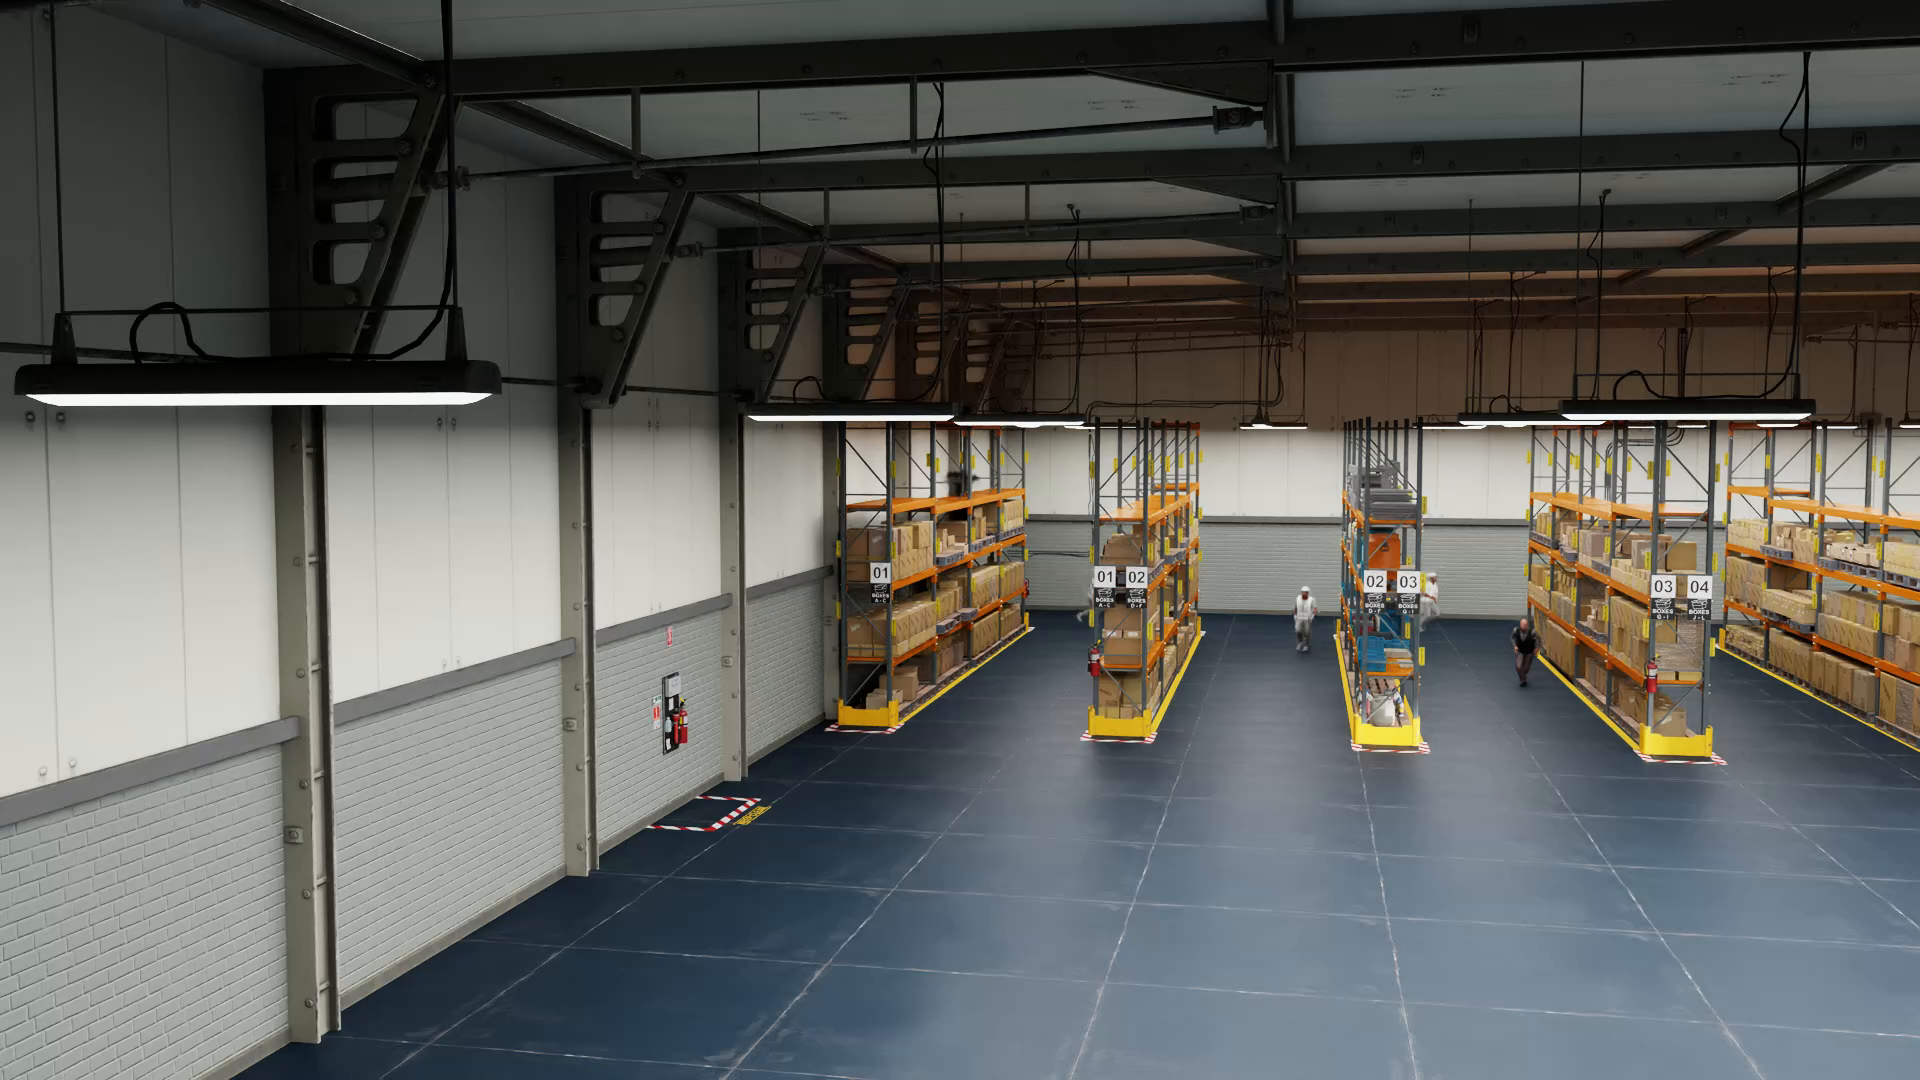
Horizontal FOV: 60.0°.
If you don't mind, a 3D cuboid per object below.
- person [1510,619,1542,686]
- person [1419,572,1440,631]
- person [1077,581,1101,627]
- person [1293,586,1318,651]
[{"bbox_3d":[12.731,2.525,37.416,0.674,1.547,0.884,1,4,21],"label":"person"},{"bbox_3d":[13.542,1.772,47.821,0.567,1.681,0.761,3,5,42],"label":"person"},{"bbox_3d":[3.926,1.726,49.134,1.024,1.642,0.648,2,4,33],"label":"person"},{"bbox_3d":[8.920,2.046,43.056,0.673,1.726,0.816,1,4,20],"label":"person"}]
